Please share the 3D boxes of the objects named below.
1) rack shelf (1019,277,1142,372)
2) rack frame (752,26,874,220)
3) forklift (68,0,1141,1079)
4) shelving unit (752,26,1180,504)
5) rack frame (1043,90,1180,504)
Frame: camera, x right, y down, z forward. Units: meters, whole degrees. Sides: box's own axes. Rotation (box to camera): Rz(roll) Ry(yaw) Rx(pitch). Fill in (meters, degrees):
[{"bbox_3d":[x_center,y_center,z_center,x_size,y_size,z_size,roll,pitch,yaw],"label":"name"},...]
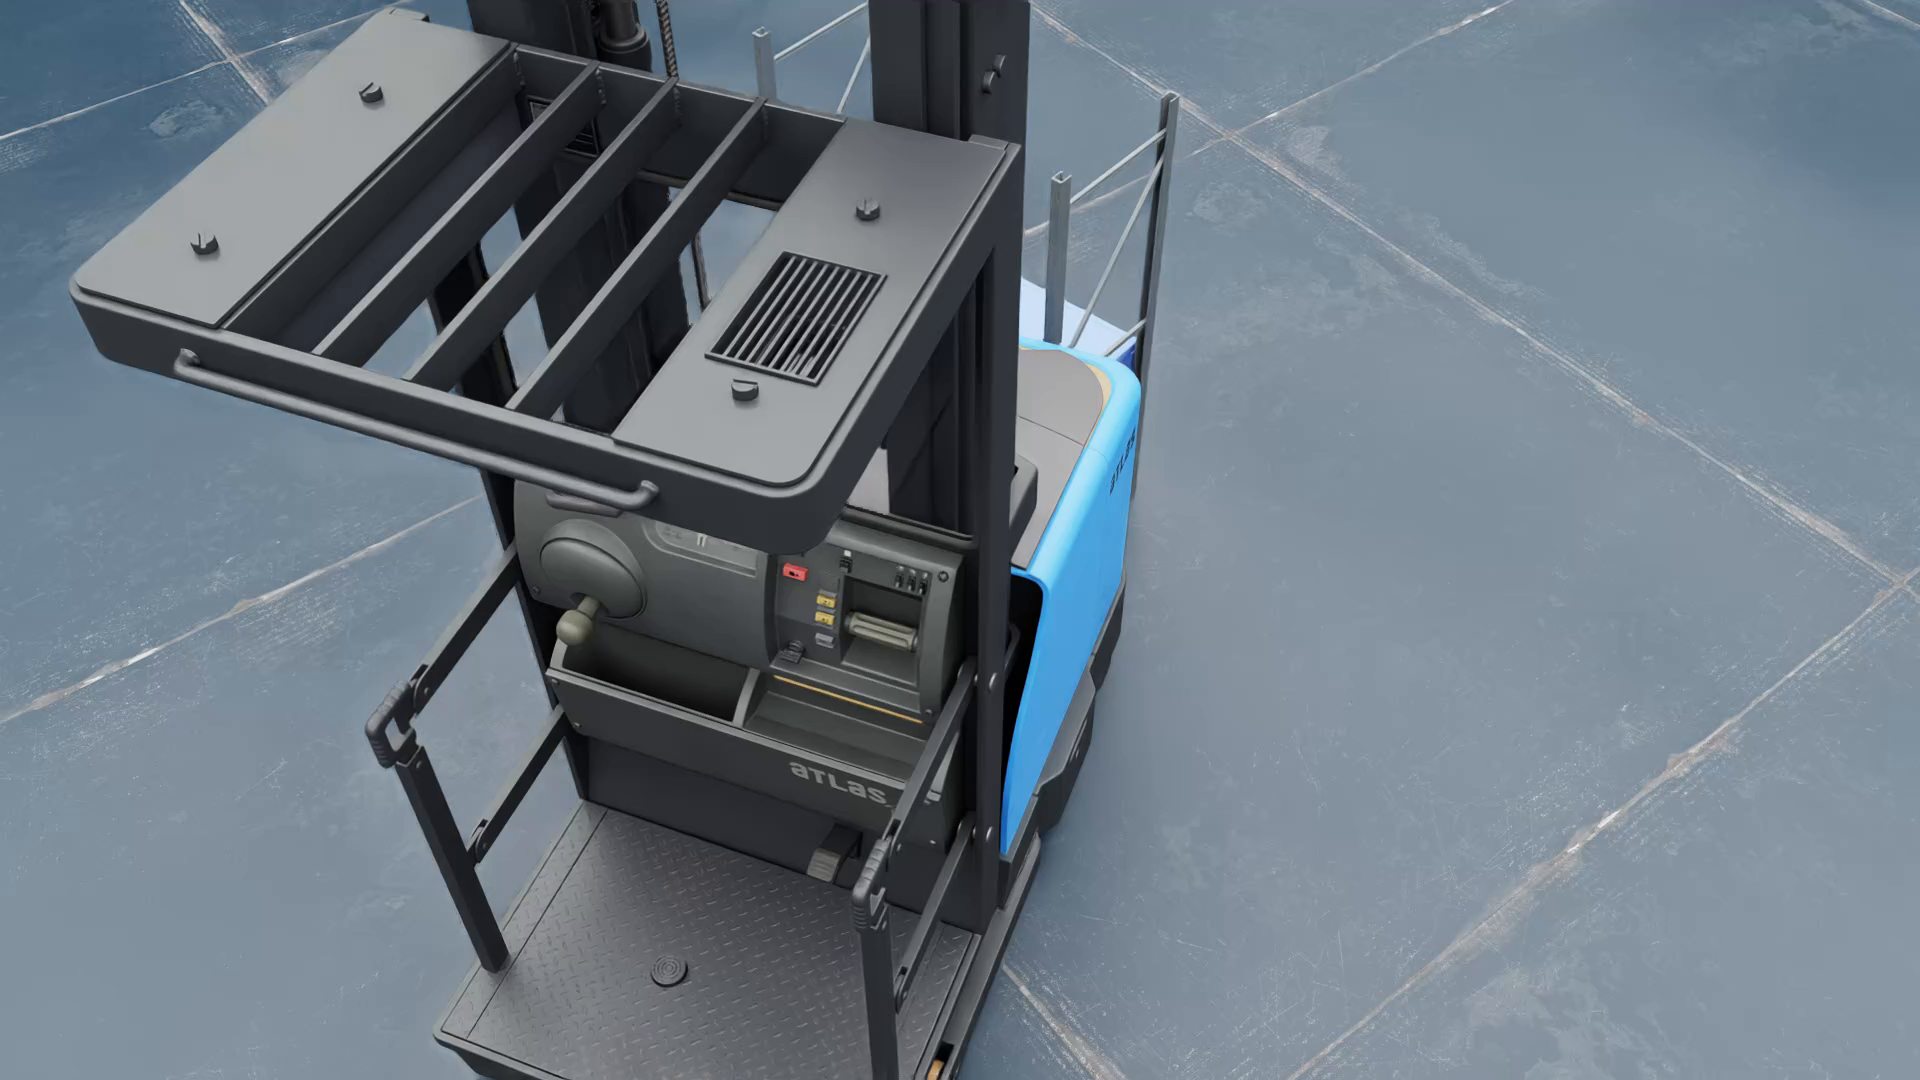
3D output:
[{"bbox_3d":[0.004,-0.625,5.047,1.000,0.185,0.538,32,55,26],"label":"rack shelf"},{"bbox_3d":[-0.385,-0.989,5.134,0.032,1.500,0.500,32,55,26],"label":"rack frame"},{"bbox_3d":[-0.525,0.186,3.103,1.130,2.935,3.031,16,50,14],"label":"forklift"},{"bbox_3d":[0.004,-0.746,4.914,1.048,1.500,0.538,32,55,26],"label":"shelving unit"},{"bbox_3d":[0.392,-0.503,4.694,0.032,1.500,0.500,32,55,26],"label":"rack frame"}]
